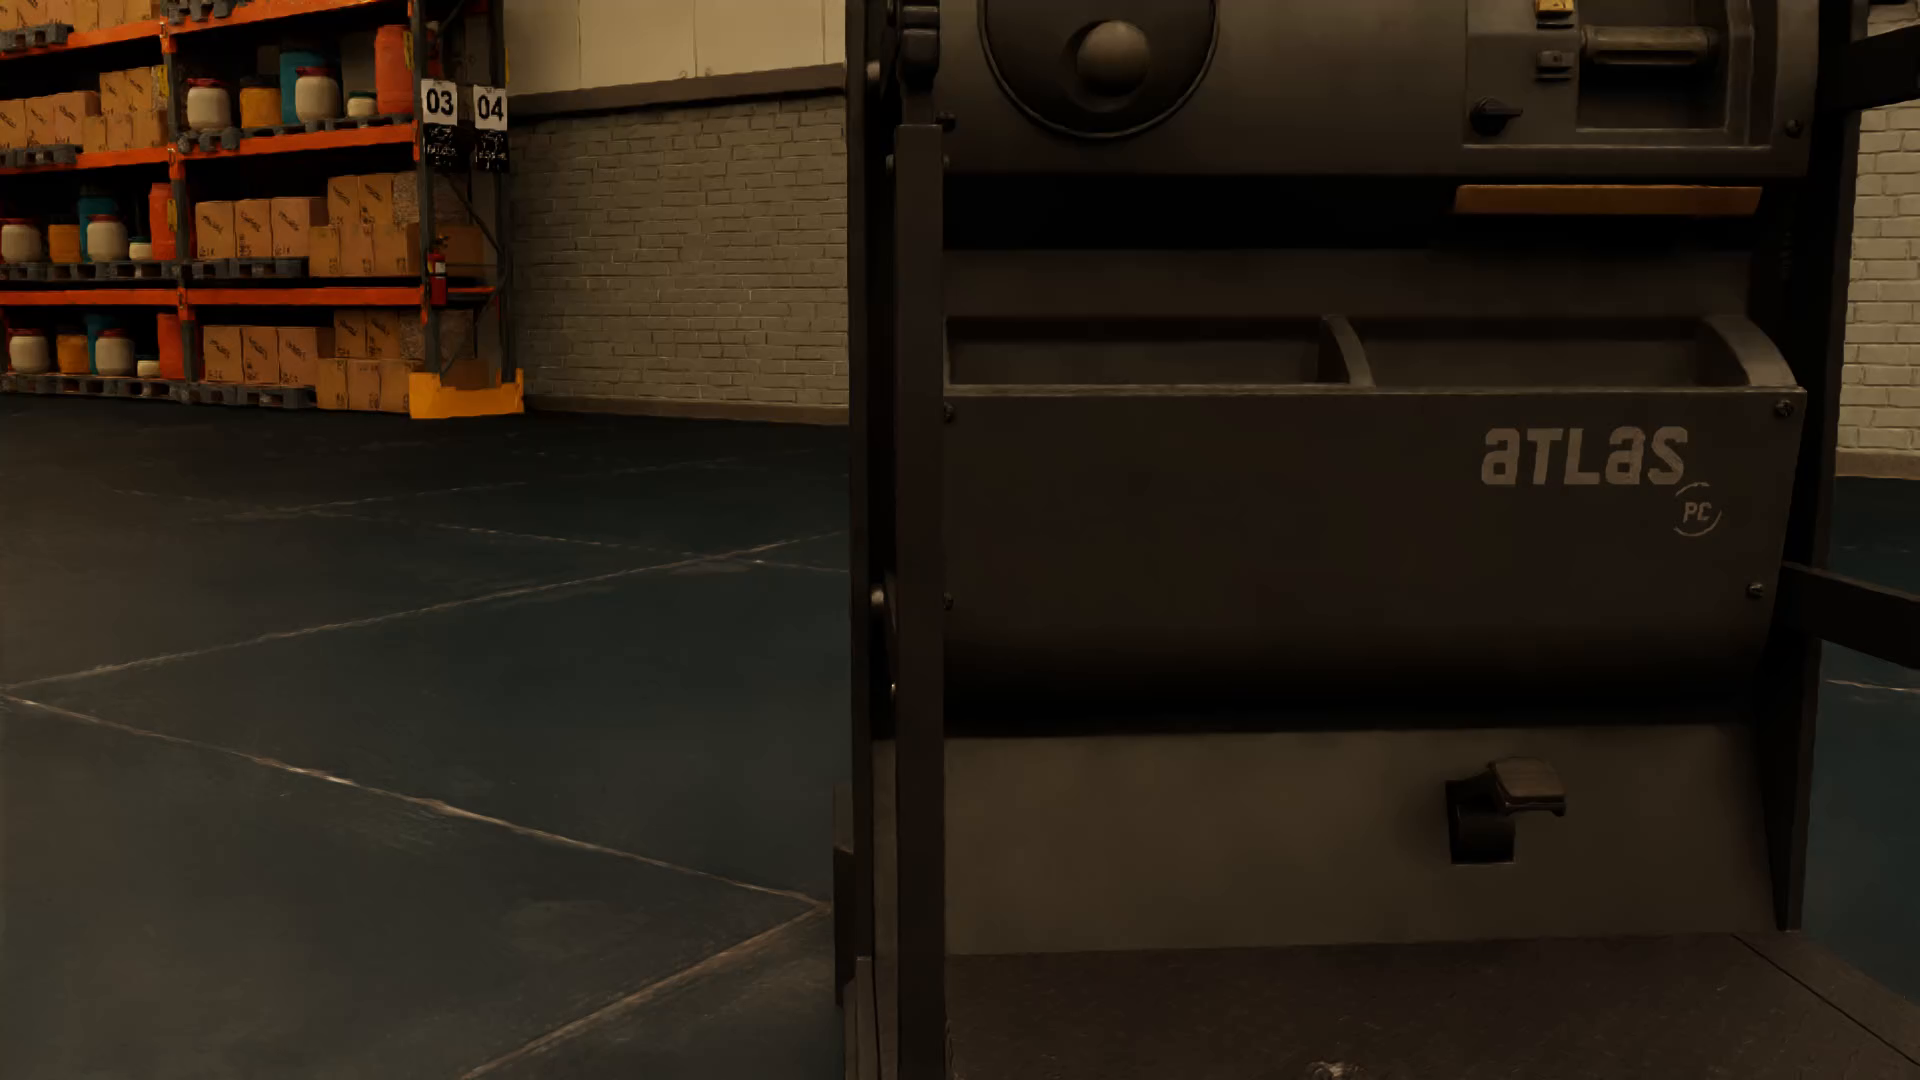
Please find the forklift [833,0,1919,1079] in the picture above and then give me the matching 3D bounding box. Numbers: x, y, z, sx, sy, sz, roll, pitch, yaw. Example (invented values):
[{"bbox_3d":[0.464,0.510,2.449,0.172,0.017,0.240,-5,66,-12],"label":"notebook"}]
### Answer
[{"bbox_3d":[0.440,-0.614,1.508,1.130,2.935,3.031,-1,8,-4],"label":"forklift"}]
